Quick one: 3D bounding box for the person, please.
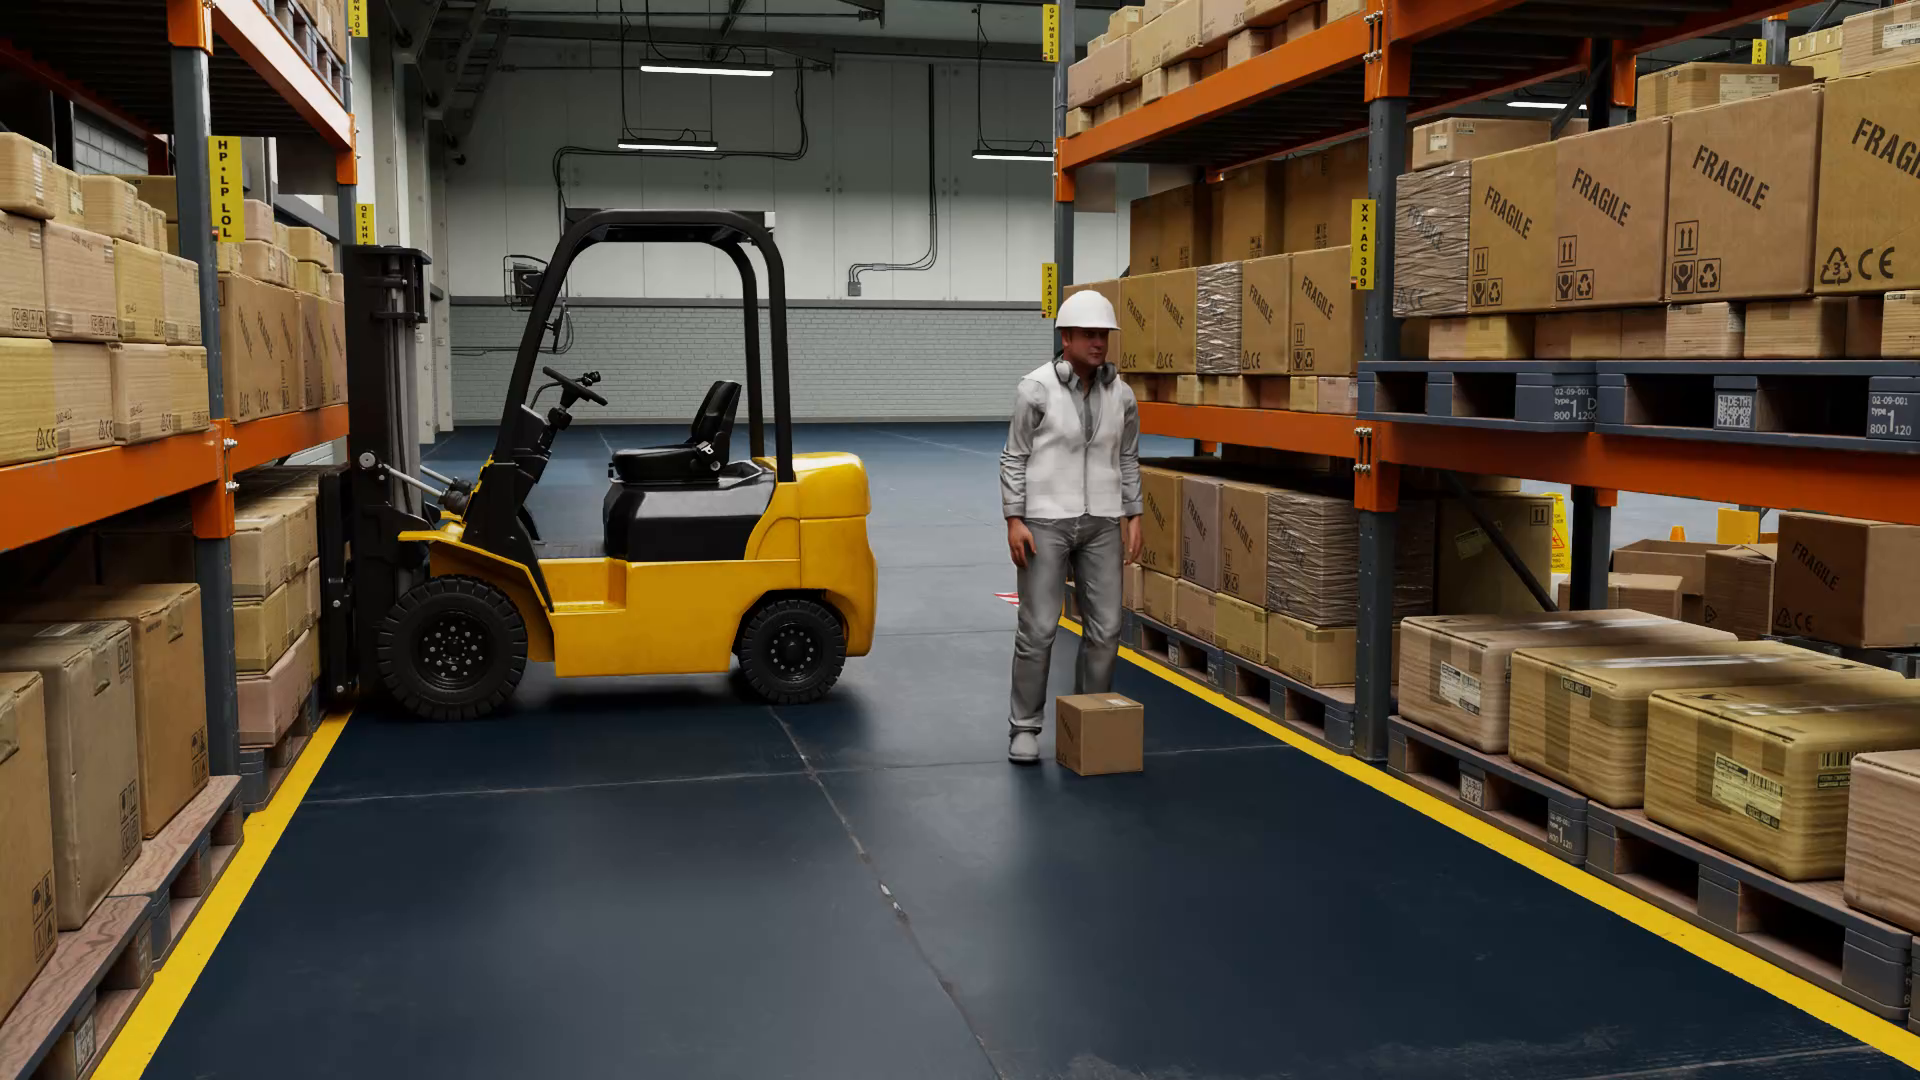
[{"bbox_3d":[0.433,-0.060,6.377,0.595,1.772,0.459,-2,6,-20],"label":"person"}]
